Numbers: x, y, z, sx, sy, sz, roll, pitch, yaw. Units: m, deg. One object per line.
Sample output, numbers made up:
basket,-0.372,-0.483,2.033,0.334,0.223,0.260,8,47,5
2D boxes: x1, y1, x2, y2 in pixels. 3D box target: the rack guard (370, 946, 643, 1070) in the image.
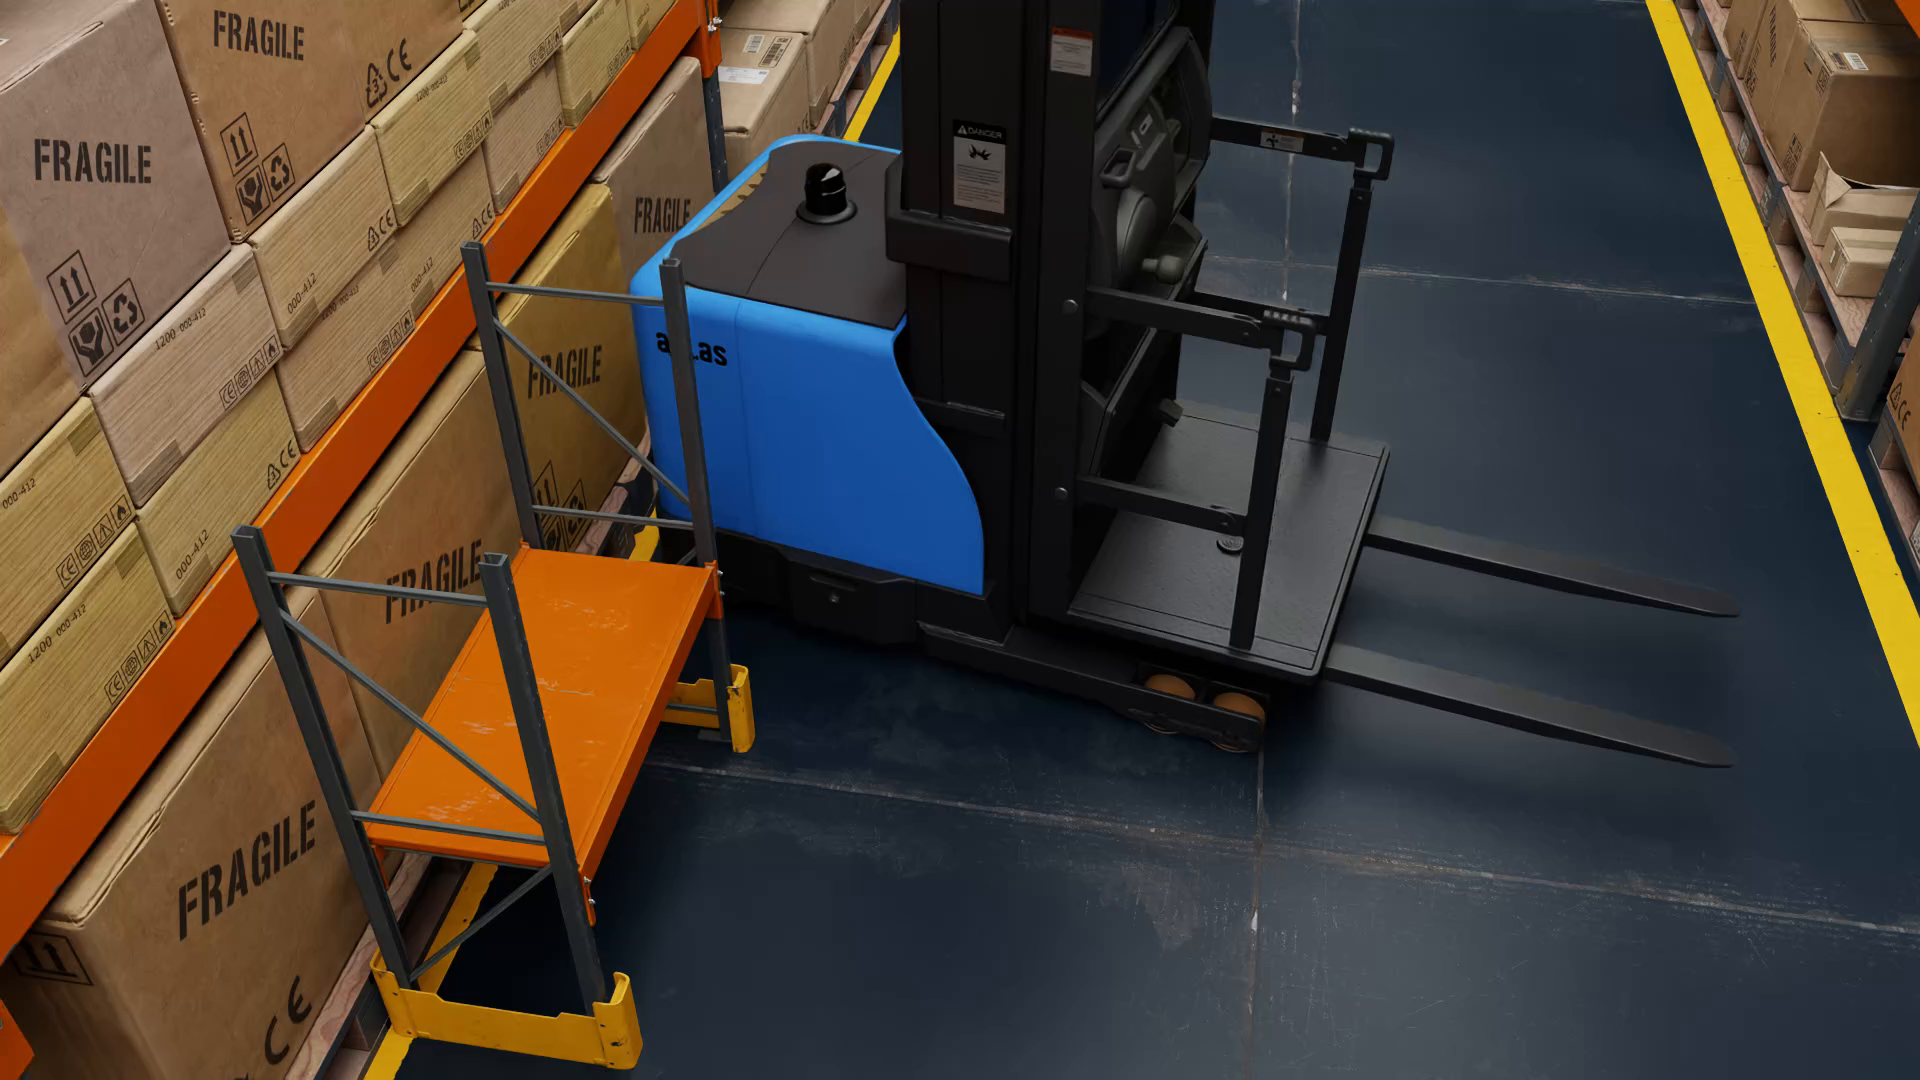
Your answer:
rack guard,-1.025,1.056,3.777,0.587,0.250,0.087,6,40,7

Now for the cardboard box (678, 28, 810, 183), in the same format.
cardboard box,-1.128,-1.651,6.574,0.875,0.438,0.875,6,40,7

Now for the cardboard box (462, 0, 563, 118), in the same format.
cardboard box,-1.342,-1.285,4.176,0.500,0.250,0.500,7,40,9

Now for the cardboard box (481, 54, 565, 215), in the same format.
cardboard box,-1.367,-1.093,4.336,0.500,0.250,0.500,5,40,6

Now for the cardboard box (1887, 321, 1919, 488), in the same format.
cardboard box,3.242,-0.469,5.095,0.500,0.500,0.500,8,40,10

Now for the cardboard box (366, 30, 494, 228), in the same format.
cardboard box,-1.414,-0.962,3.785,0.500,0.250,0.500,7,40,8

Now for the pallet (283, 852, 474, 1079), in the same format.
pallet,-1.824,1.004,3.870,1.003,0.211,1.213,6,40,8

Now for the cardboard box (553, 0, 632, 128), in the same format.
cardboard box,-1.261,-1.408,4.716,0.500,0.250,0.500,6,40,7

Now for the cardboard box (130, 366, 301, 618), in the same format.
cardboard box,-1.630,-0.130,3.171,0.500,0.250,0.500,5,40,6

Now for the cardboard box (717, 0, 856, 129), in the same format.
cardboard box,-0.974,-2.213,7.254,0.875,0.438,0.875,5,40,6

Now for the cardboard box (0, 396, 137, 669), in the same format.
cardboard box,-1.703,-0.010,2.633,0.500,0.250,0.500,6,40,7

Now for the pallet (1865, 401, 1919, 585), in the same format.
pallet,3.444,0.040,5.036,1.003,0.211,1.213,6,40,8

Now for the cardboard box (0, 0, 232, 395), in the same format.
cardboard box,-1.632,-0.603,2.762,0.500,0.500,0.500,7,40,8

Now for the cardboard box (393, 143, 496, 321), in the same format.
cardboard box,-1.452,-0.769,3.943,0.500,0.250,0.500,6,40,8

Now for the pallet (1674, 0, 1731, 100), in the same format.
pallet,4.089,-2.437,8.032,1.003,0.211,1.213,6,40,8

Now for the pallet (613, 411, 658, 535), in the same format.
pallet,-1.402,-0.527,5.722,1.003,0.211,1.213,6,40,8

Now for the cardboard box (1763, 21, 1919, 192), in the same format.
cardboard box,3.674,-1.701,6.586,0.700,0.500,0.500,5,40,6

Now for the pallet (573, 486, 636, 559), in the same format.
pallet,-1.610,0.241,4.793,1.003,0.211,1.213,6,40,8

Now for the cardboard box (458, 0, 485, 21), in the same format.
cardboard box,-1.362,-1.569,3.930,0.500,0.500,0.500,8,40,9

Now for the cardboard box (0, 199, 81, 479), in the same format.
cardboard box,-1.708,-0.290,2.384,0.500,0.500,0.500,5,40,6

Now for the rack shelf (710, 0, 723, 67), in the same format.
rack shelf,-0.996,-3.072,7.176,1.077,0.370,4.000,6,40,8

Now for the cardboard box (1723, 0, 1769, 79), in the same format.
cardboard box,3.854,-2.353,7.374,0.700,0.500,0.500,8,40,9

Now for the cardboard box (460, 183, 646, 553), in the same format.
cardboard box,-1.519,-0.472,4.804,0.875,0.875,0.875,7,40,9

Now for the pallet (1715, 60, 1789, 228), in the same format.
pallet,3.876,-1.673,7.109,1.003,0.211,1.213,6,40,8

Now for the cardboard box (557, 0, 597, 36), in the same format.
cardboard box,-1.258,-1.611,4.570,0.500,0.250,0.500,7,40,9

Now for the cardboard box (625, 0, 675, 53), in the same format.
cardboard box,-1.172,-1.727,5.103,0.500,0.250,0.500,5,40,7

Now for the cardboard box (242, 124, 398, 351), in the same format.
cardboard box,-1.515,-0.645,3.402,0.500,0.250,0.500,6,40,8

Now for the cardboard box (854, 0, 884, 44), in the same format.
cardboard box,-0.816,-2.779,7.938,0.875,0.438,0.875,7,40,9

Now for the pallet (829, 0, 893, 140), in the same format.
pallet,-0.925,-2.256,7.813,1.003,0.211,1.213,6,40,8

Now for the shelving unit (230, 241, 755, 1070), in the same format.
shelving unit,-0.942,0.261,3.757,0.587,1.500,1.083,6,40,7

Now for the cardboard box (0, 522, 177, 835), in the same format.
cardboard box,-1.702,0.194,2.779,0.500,0.250,0.500,6,40,7

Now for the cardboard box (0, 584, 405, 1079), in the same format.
cardboard box,-1.833,0.649,3.449,0.875,0.875,0.875,6,40,7

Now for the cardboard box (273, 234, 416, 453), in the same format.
cardboard box,-1.534,-0.458,3.568,0.500,0.250,0.500,8,40,9

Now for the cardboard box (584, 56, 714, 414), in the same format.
cardboard box,-1.371,-1.039,5.491,0.875,0.875,0.875,8,40,9

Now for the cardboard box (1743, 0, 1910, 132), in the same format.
cardboard box,3.664,-2.032,6.986,0.500,0.500,0.500,7,40,8

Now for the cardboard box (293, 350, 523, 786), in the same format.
cardboard box,-1.675,0.089,4.126,0.875,0.875,0.875,7,40,8

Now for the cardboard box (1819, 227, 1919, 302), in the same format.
cardboard box,3.354,-0.995,6.007,0.380,0.149,0.250,5,40,6

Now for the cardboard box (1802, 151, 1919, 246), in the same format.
cardboard box,3.416,-1.264,6.240,0.396,0.266,0.258,8,40,9

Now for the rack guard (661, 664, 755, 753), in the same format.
rack guard,-0.859,0.430,4.534,0.587,0.250,0.087,6,40,7

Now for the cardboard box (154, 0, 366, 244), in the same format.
cardboard box,-1.527,-0.926,3.153,0.500,0.500,0.500,7,40,9

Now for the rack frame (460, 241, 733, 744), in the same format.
rack frame,-0.858,-0.052,4.136,0.500,1.500,0.032,6,40,7

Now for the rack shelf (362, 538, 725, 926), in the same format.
rack shelf,-0.943,0.406,3.865,0.538,0.185,1.000,6,40,7

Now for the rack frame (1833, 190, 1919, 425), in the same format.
rack frame,3.547,-1.549,4.770,1.000,3.000,0.127,6,40,8

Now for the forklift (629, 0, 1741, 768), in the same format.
forklift,0.669,-0.934,4.079,3.031,2.935,1.130,14,42,16

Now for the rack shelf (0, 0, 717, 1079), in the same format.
rack shelf,-1.688,-0.562,4.140,1.077,0.370,4.000,6,40,8

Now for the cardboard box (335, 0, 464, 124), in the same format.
cardboard box,-1.436,-1.242,3.535,0.500,0.500,0.500,7,40,8

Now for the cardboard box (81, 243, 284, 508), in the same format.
cardboard box,-1.613,-0.334,3.025,0.500,0.250,0.500,7,40,9

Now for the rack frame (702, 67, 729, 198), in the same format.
rack frame,-1.342,-2.094,5.429,1.000,3.000,0.127,6,40,8

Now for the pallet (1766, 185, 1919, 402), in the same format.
pallet,3.667,-0.905,6.180,1.003,0.211,1.213,6,40,8

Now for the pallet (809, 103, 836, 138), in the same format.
pallet,-1.134,-1.488,6.884,1.003,0.211,1.213,6,40,8

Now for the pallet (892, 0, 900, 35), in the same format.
pallet,-0.711,-3.020,8.737,1.003,0.211,1.213,6,40,8

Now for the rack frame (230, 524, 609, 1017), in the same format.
rack frame,-1.028,0.586,3.364,0.500,1.500,0.032,6,40,7

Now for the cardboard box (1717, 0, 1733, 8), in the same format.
cardboard box,4.040,-2.886,8.016,0.797,0.503,0.637,5,40,6
